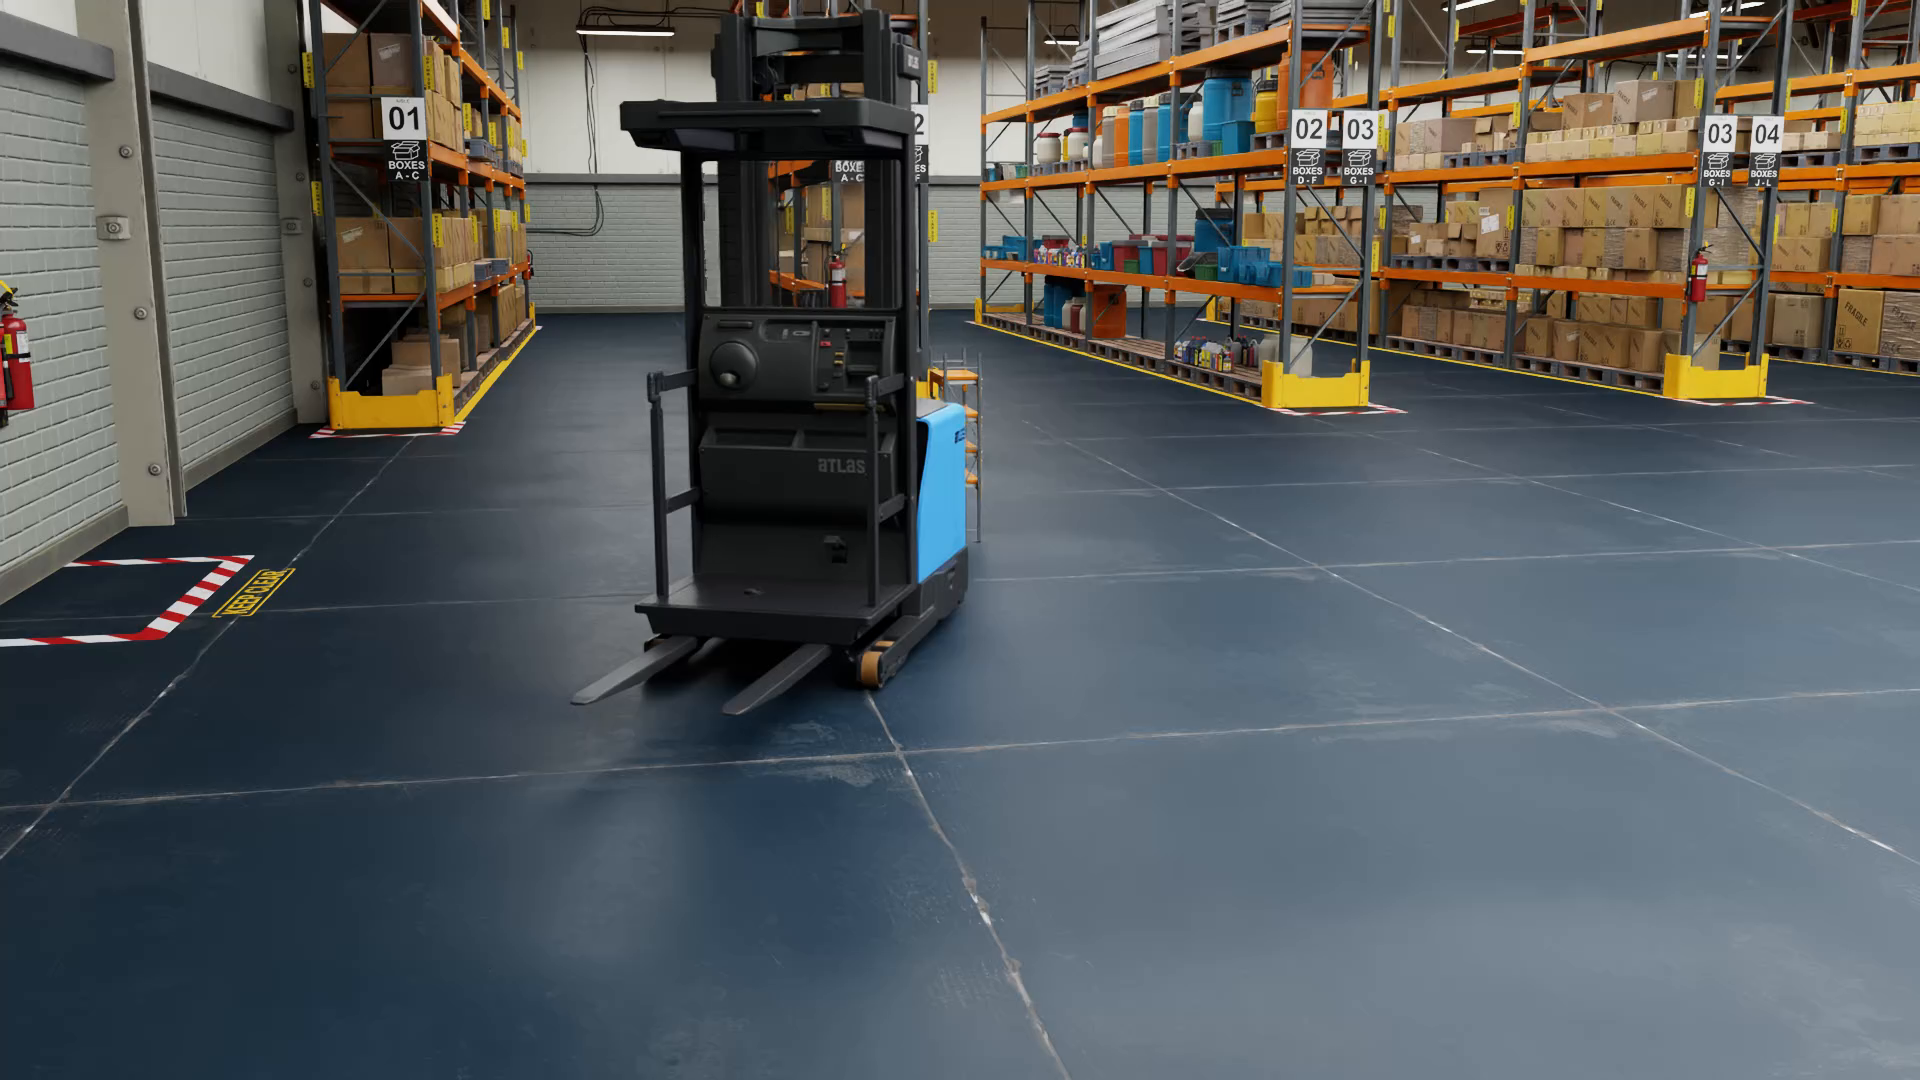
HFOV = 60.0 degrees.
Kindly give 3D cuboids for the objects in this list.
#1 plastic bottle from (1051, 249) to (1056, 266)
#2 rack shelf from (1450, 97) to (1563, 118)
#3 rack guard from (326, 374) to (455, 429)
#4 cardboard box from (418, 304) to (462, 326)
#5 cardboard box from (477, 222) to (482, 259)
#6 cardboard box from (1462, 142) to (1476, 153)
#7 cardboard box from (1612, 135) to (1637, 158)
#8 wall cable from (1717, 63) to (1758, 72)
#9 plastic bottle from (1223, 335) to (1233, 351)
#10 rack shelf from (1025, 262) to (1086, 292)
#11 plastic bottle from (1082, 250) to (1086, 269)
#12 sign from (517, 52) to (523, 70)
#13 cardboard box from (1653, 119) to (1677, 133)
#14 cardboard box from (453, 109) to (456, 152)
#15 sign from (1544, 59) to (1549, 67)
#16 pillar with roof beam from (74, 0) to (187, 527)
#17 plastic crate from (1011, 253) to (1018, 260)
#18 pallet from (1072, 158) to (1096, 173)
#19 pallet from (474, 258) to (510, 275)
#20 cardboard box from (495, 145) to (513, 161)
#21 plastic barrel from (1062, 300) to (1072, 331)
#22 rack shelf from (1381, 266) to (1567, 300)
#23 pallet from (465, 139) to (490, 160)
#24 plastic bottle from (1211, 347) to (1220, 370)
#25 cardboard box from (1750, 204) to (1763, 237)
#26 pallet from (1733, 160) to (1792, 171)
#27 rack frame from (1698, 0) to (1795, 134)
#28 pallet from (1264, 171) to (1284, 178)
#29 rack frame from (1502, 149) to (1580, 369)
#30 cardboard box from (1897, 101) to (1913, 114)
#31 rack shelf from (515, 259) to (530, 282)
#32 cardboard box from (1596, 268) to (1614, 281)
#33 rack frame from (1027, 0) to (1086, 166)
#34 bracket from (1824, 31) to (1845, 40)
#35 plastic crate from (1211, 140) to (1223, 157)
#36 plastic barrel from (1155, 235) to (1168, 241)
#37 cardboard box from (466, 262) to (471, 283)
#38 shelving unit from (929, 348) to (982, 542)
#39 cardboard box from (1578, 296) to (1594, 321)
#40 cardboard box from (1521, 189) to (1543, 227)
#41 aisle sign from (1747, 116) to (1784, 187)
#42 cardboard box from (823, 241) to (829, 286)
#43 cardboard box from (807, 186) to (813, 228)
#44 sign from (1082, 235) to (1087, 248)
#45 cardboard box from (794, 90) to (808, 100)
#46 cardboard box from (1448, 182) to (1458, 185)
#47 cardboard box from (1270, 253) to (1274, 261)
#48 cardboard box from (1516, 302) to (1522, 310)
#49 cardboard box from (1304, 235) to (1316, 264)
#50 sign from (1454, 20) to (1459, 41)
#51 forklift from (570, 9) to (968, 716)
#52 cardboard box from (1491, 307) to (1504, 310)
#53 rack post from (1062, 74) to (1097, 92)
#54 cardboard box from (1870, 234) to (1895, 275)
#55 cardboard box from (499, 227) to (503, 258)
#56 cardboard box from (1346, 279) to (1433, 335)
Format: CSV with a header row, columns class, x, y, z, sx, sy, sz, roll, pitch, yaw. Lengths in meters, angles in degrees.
class,x,y,z,sx,sy,sz,roll,pitch,yaw
plastic bottle,1.637,-4.798,28.212,0.152,0.276,0.135,-2,11,-11
rack shelf,11.050,-8.470,33.065,1.077,0.370,4.000,-2,11,-11
rack guard,-5.703,-1.394,16.685,1.175,0.500,0.348,-2,11,-11
cardboard box,-6.715,-2.914,21.485,0.500,0.250,0.500,-2,11,-12
cardboard box,-7.008,-4.154,23.053,0.700,0.500,0.500,-3,11,-16
cardboard box,7.647,-5.788,24.562,0.380,0.166,0.250,-2,11,-13
cardboard box,8.353,-4.814,20.343,0.500,0.250,0.500,-2,11,-10
wall cable,20.523,-13.386,42.083,2.988,3.039,0.133,-2,11,-11
plastic bottle,3.518,-2.504,21.739,0.144,0.351,0.185,-2,11,-11
rack shelf,2.084,-4.449,27.975,1.077,0.370,4.000,-2,11,-11
plastic bottle,1.976,-4.437,26.299,0.061,0.283,0.133,-2,11,-11
sign,-8.265,-9.005,31.230,0.100,0.325,0.005,-2,11,-11
cardboard box,8.431,-4.882,19.638,0.380,0.149,0.250,-3,11,-13
cardboard box,-6.040,-4.698,19.012,0.500,0.500,0.500,-3,11,-16
sign,10.903,-8.940,30.890,0.100,0.325,0.005,-2,11,-11
pillar with roof beam,-1.283,-4.709,11.368,9.100,9.000,0.400,-2,11,-11
plastic crate,1.214,-5.259,30.882,0.437,0.125,0.590,-2,11,-11
pallet,2.420,-5.961,26.473,1.003,0.211,1.213,-2,11,-11
pallet,-7.001,-3.855,23.439,1.213,0.211,1.003,-2,11,-11
cardboard box,-7.898,-6.601,28.343,0.500,0.250,0.500,-2,11,-11
plastic barrel,1.944,-3.817,28.257,0.421,0.512,0.421,0,11,0
rack shelf,7.721,-3.896,25.067,1.077,0.370,4.000,-2,11,-11
pallet,-6.482,-4.840,20.585,1.213,0.211,1.003,-2,11,-11
plastic bottle,3.193,-2.240,20.553,0.152,0.276,0.135,-2,11,-13
cardboard box,12.595,-4.955,25.766,0.700,0.500,0.500,-2,11,-12
pallet,12.614,-5.837,25.827,1.003,0.211,1.213,-2,11,-8
rack frame,8.888,-6.096,18.657,1.000,3.000,0.127,-2,11,-11
pallet,6.405,-6.930,31.299,1.003,0.211,1.213,-2,11,-11
rack frame,8.110,-3.882,23.072,1.000,3.000,0.127,-2,11,-11
cardboard box,12.881,-5.823,22.392,0.380,0.149,0.250,-2,11,-12
rack shelf,-8.412,-4.823,29.936,1.077,0.370,4.000,-2,11,-11
cardboard box,8.235,-3.341,20.902,0.380,0.149,0.250,-2,11,-11
rack frame,1.695,-8.117,29.274,1.000,3.000,0.127,-2,11,-11
bracket,20.457,-11.778,38.886,0.235,0.232,0.430,-2,11,-11
plastic crate,3.291,-4.772,20.293,0.336,0.188,0.450,-2,11,-11
plastic barrel,3.053,-4.166,24.201,0.433,0.535,0.433,0,11,0
cardboard box,-5.988,-3.111,19.365,0.500,0.250,0.500,-2,11,-11
shelving unit,-0.032,-0.620,10.744,0.258,1.200,0.503,-2,11,-11
cardboard box,11.542,-4.152,30.051,0.500,0.500,0.500,-2,11,-10
cardboard box,7.948,-4.477,22.459,0.500,0.500,0.500,-2,11,-11
aisle sign,9.194,-4.425,18.972,0.394,0.787,0.004,-2,11,-11
cardboard box,-1.212,-3.208,19.263,0.700,0.500,0.500,-2,11,-9
cardboard box,-1.516,-4.128,20.626,0.700,0.500,0.500,-2,11,-11
sign,2.235,-5.325,29.912,0.100,0.325,0.005,-2,11,-11
cardboard box,-1.769,-5.219,20.305,0.500,0.500,0.500,-1,11,-6
cardboard box,10.497,-7.553,34.738,0.500,0.250,0.500,-2,11,-9
cardboard box,6.073,-5.365,31.531,0.380,0.149,0.250,-2,11,-12
cardboard box,11.001,-4.559,32.332,0.380,0.149,0.250,-3,11,-14
cardboard box,6.497,-5.213,29.796,0.500,0.500,0.500,-2,11,-11
sign,7.862,-8.082,26.384,0.100,0.325,0.005,-2,11,-11
forklift,-0.796,-0.867,7.415,1.130,2.935,3.031,3,11,13
cardboard box,10.827,-4.567,33.169,0.380,0.149,0.250,-2,11,-11
rack post,2.214,-7.504,27.394,0.937,0.300,0.954,-1,11,-5
cardboard box,13.207,-3.951,23.029,0.875,0.550,0.550,-2,11,-11
cardboard box,-7.181,-4.476,25.072,0.500,0.500,0.500,-2,11,-9
cardboard box,7.218,-3.906,27.755,1.225,0.875,0.875,-3,11,-14
